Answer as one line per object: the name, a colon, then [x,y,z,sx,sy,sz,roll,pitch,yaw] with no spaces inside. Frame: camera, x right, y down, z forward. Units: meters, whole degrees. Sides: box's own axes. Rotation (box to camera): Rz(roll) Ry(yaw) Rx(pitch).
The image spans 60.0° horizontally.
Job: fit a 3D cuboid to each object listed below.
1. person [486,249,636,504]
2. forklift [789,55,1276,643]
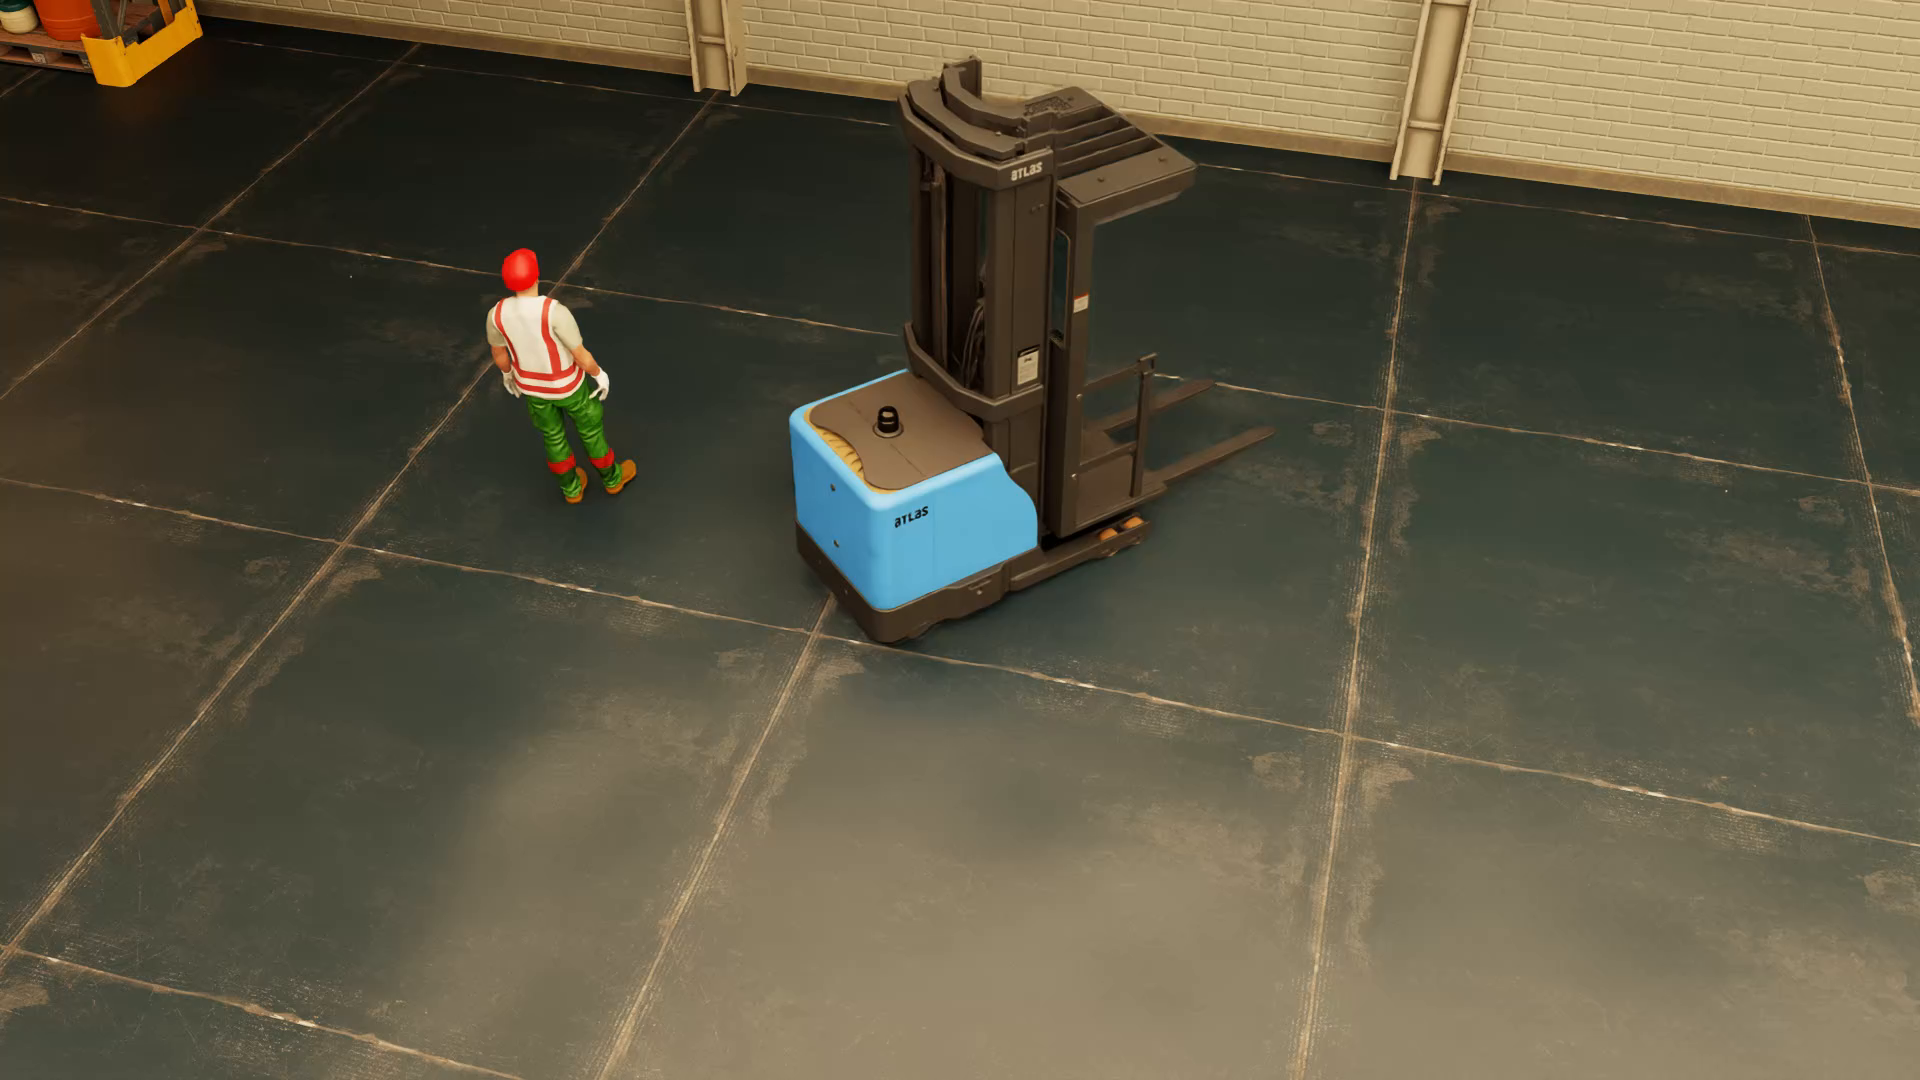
person: [-2.378,-0.985,9.842,0.643,1.789,0.565,6,42,7]
forklift: [0.549,-1.275,9.316,3.031,2.935,1.130,-23,46,-24]
